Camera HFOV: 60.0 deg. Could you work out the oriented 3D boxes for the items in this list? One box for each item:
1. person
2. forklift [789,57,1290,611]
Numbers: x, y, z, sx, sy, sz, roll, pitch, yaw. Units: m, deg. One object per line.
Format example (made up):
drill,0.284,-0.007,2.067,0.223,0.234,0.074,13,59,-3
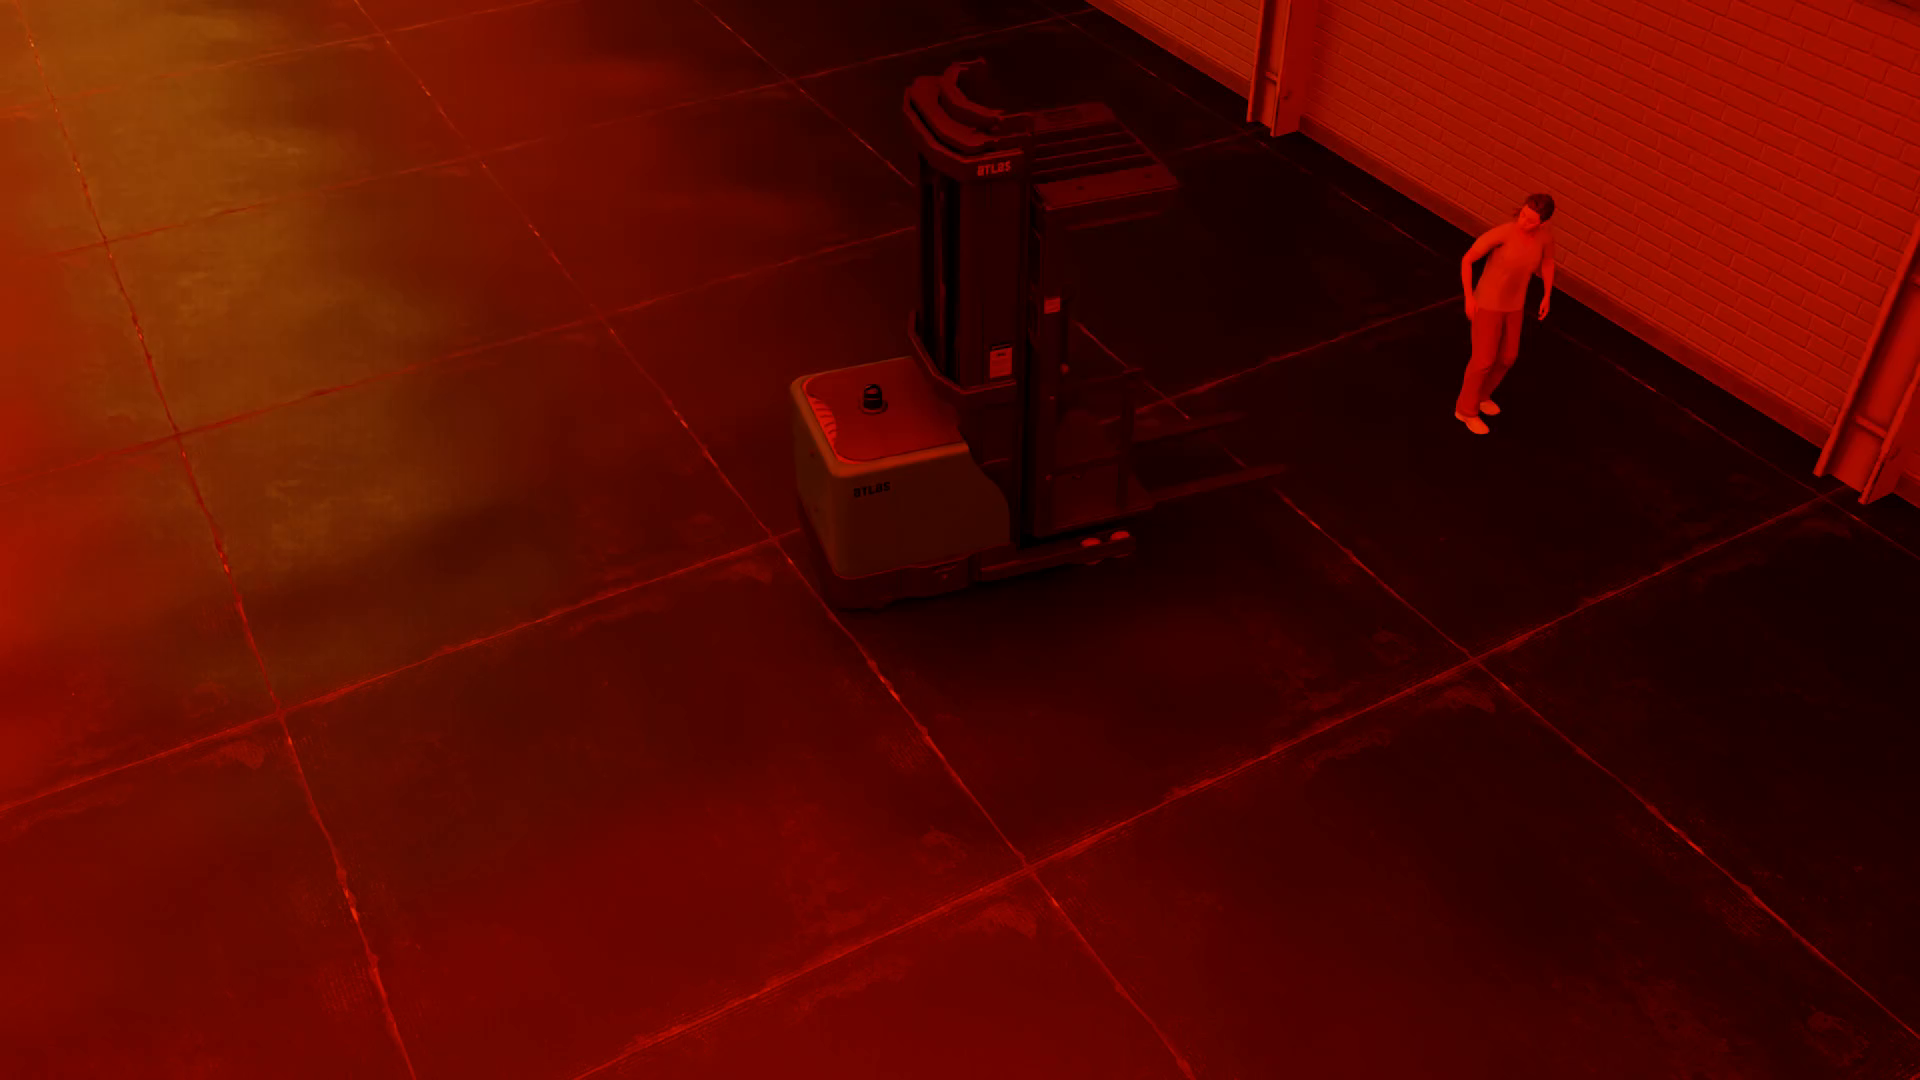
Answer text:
person,3.585,-1.498,10.850,0.660,1.650,0.482,-14,42,-16
forklift,0.552,-1.283,9.583,3.031,2.935,1.130,-13,41,-15
